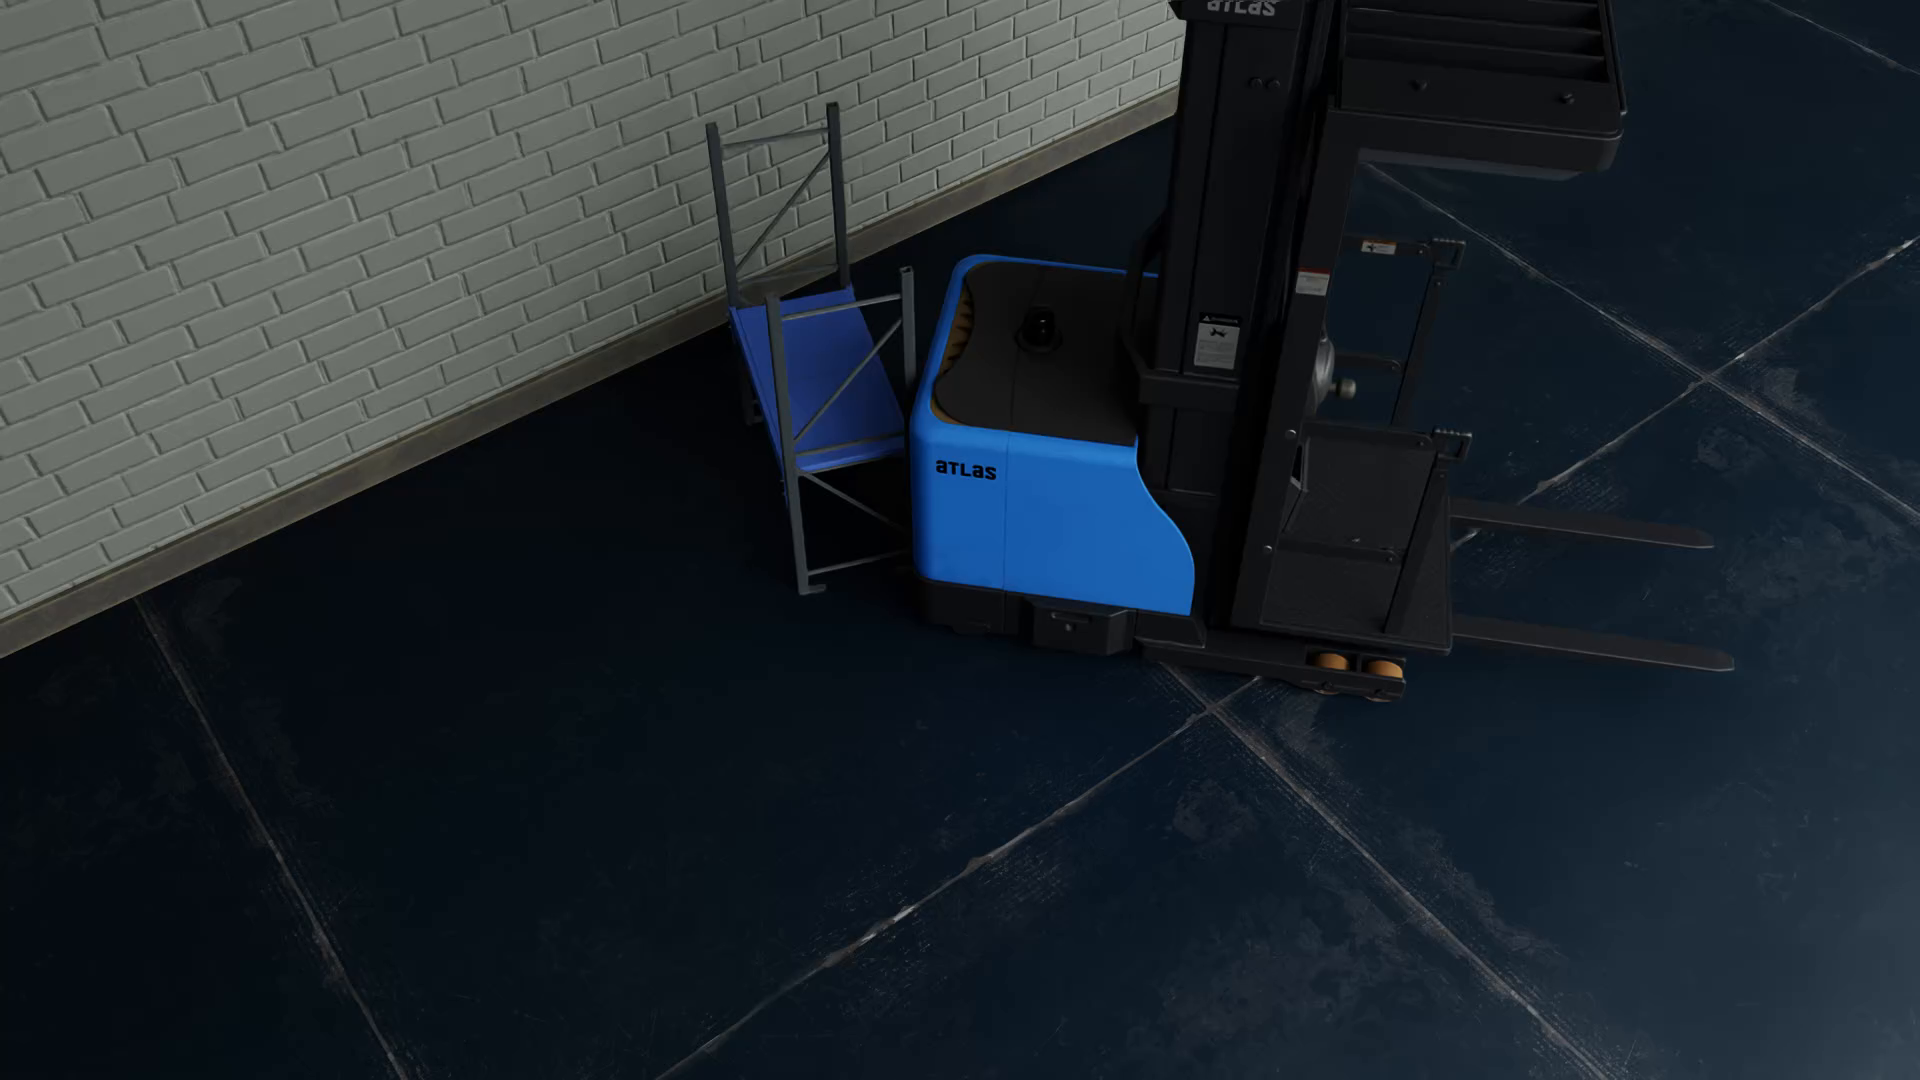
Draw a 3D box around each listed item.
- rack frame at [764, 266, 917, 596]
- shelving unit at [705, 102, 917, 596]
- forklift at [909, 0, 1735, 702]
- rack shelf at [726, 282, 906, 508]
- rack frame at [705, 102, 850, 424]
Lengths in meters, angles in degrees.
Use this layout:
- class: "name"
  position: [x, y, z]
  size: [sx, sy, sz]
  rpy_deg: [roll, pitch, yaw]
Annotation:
- class: "rack frame"
  position: [-0.399, -0.348, 6.052]
  size: [0.500, 1.500, 0.032]
  rpy_deg: [-13, 49, -11]
- class: "shelving unit"
  position: [-0.546, -0.708, 6.378]
  size: [0.538, 1.500, 1.048]
  rpy_deg: [-13, 49, -11]
- class: "forklift"
  position: [1.377, -0.810, 5.505]
  size: [3.031, 2.935, 1.130]
  rpy_deg: [8, 48, 7]
- class: "rack shelf"
  position: [-0.546, -0.587, 6.512]
  size: [0.538, 0.185, 1.000]
  rpy_deg: [-13, 49, -11]
- class: "rack frame"
  position: [-0.693, -1.068, 6.705]
  size: [0.500, 1.500, 0.032]
  rpy_deg: [-13, 49, -11]
